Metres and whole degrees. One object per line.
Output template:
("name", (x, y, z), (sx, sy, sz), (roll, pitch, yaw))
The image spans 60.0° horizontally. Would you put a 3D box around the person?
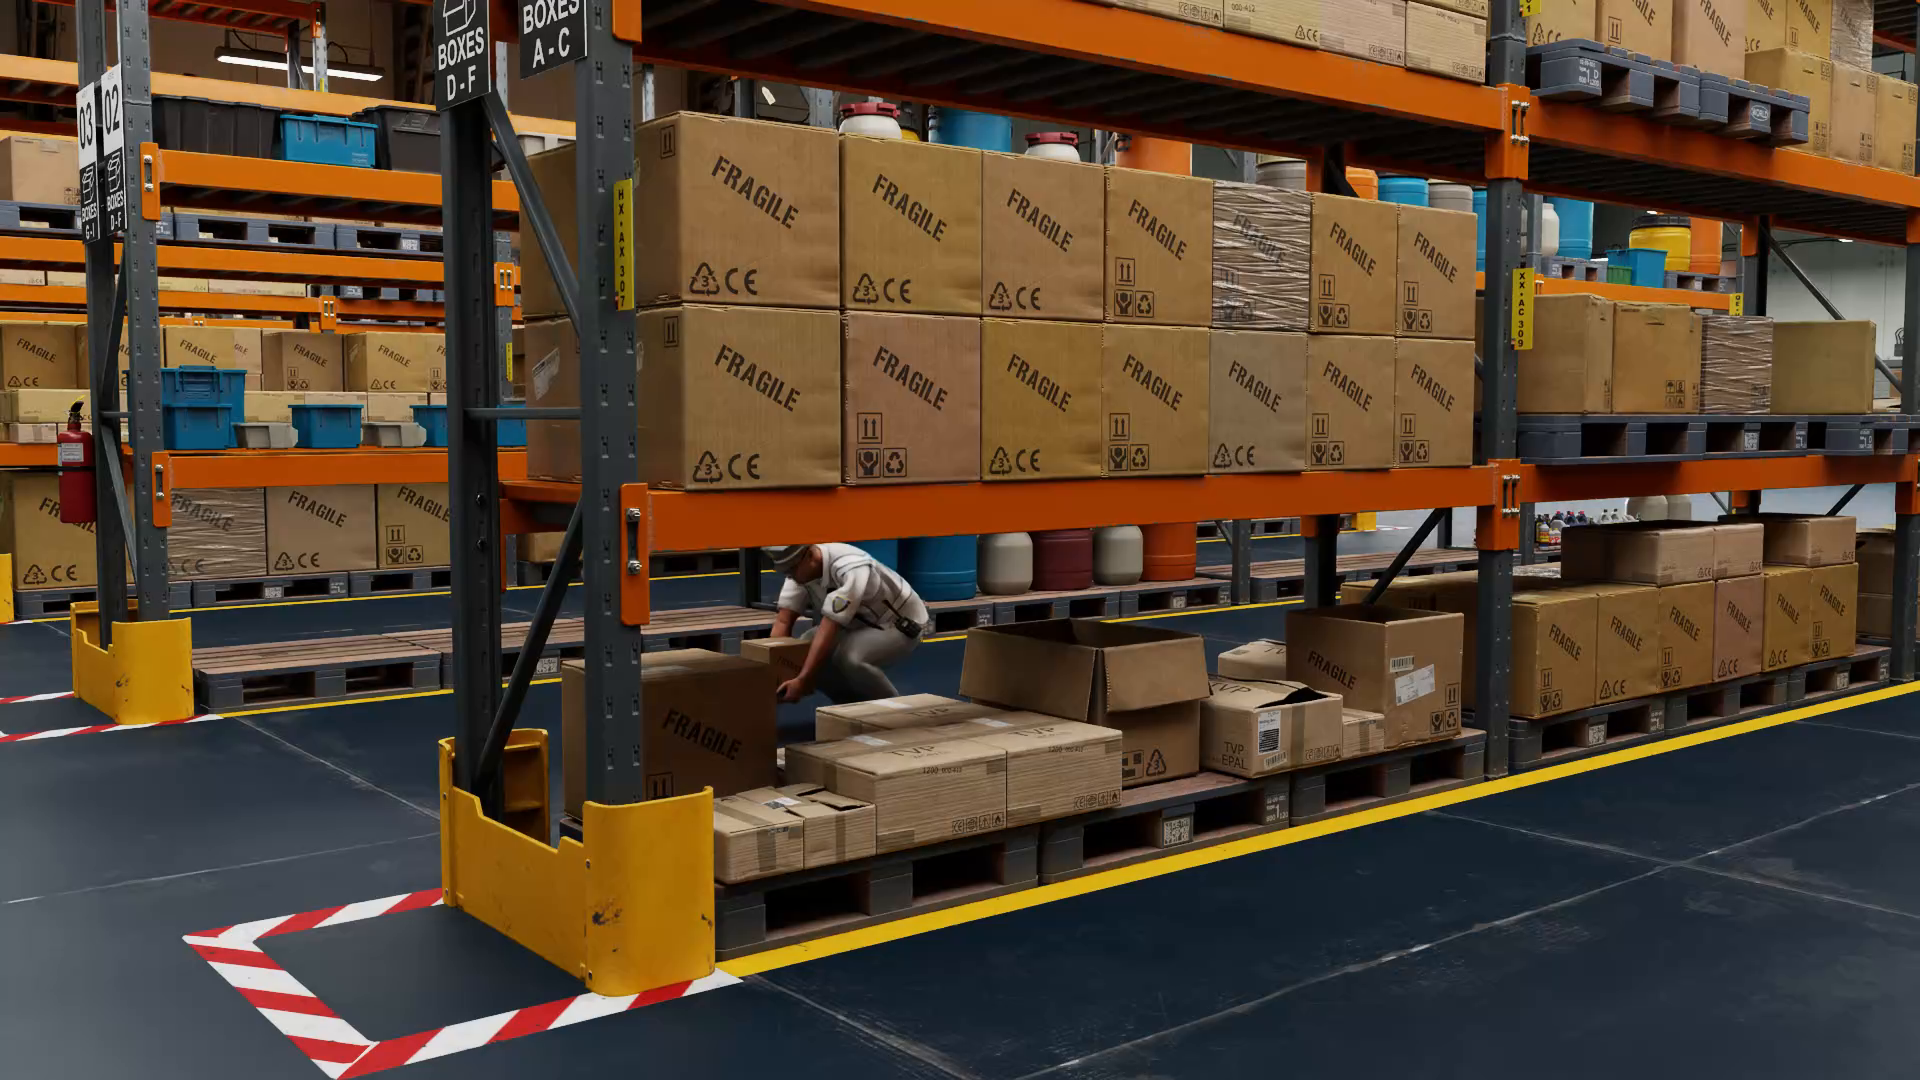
("person", (-0.574, 0.407, 8.005), (0.923, 1.021, 0.534), (-4, 6, -40))
